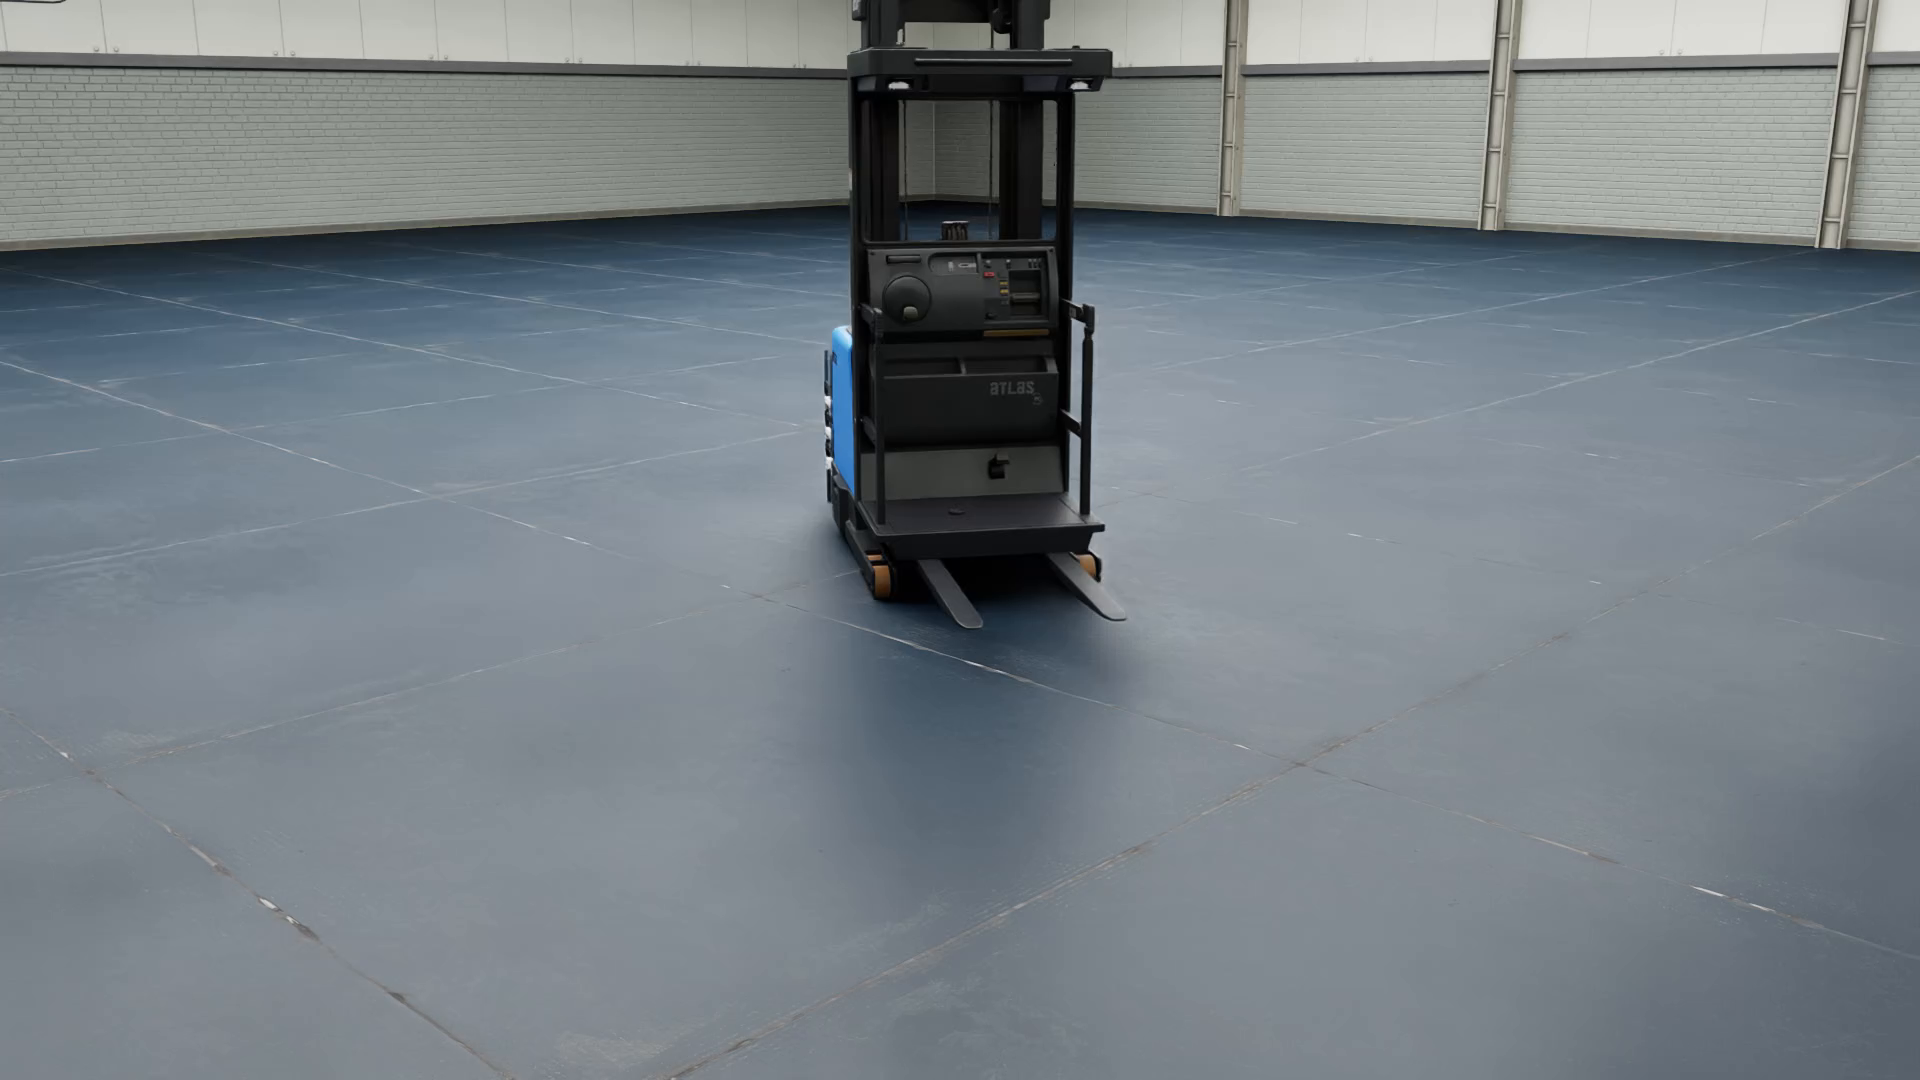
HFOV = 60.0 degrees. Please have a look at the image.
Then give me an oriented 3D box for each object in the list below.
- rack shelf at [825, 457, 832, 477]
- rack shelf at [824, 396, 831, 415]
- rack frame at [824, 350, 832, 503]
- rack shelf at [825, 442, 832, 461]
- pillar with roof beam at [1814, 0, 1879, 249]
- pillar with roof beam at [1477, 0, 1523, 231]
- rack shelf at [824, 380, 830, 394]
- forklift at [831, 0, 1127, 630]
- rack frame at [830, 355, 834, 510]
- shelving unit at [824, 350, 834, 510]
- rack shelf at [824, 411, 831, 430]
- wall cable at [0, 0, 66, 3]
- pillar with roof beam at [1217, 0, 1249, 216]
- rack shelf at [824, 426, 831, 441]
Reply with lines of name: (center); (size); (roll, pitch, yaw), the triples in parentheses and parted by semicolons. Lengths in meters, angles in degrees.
rack shelf: (-0.640, -0.431, 9.649); (0.258, 0.077, 0.200); (-3, 15, -13)
rack shelf: (-0.640, -0.780, 9.558); (0.258, 0.077, 0.200); (-3, 15, -13)
rack frame: (-0.663, -0.663, 9.691); (0.240, 0.900, 0.006); (-3, 15, -13)
rack shelf: (-0.640, -0.519, 9.626); (0.258, 0.077, 0.200); (-3, 15, -13)
pillar with roof beam: (11.381, -8.399, 23.320); (0.400, 9.000, 9.100); (14, 20, 42)
pillar with roof beam: (7.061, -9.449, 27.350); (0.400, 9.000, 9.100); (14, 20, 42)
rack shelf: (-0.640, -0.867, 9.536); (0.258, 0.077, 0.200); (-3, 15, -13)
forklift: (0.061, -1.237, 7.868); (1.130, 2.935, 3.031); (-3, 15, -11)
rack frame: (-0.617, -0.613, 9.499); (0.240, 0.900, 0.006); (-3, 15, -13)
shelving unit: (-0.640, -0.638, 9.595); (0.258, 0.900, 0.210); (-3, 15, -13)
rack shelf: (-0.640, -0.693, 9.581); (0.258, 0.077, 0.200); (-3, 15, -13)
wall cable: (-15.055, -10.735, 25.540); (0.169, 6.003, 2.305); (14, 20, 42)
pillar with roof beam: (2.742, -10.499, 31.381); (0.400, 9.000, 9.100); (14, 20, 42)
rack shelf: (-0.640, -0.606, 9.604); (0.258, 0.077, 0.200); (-3, 15, -13)
